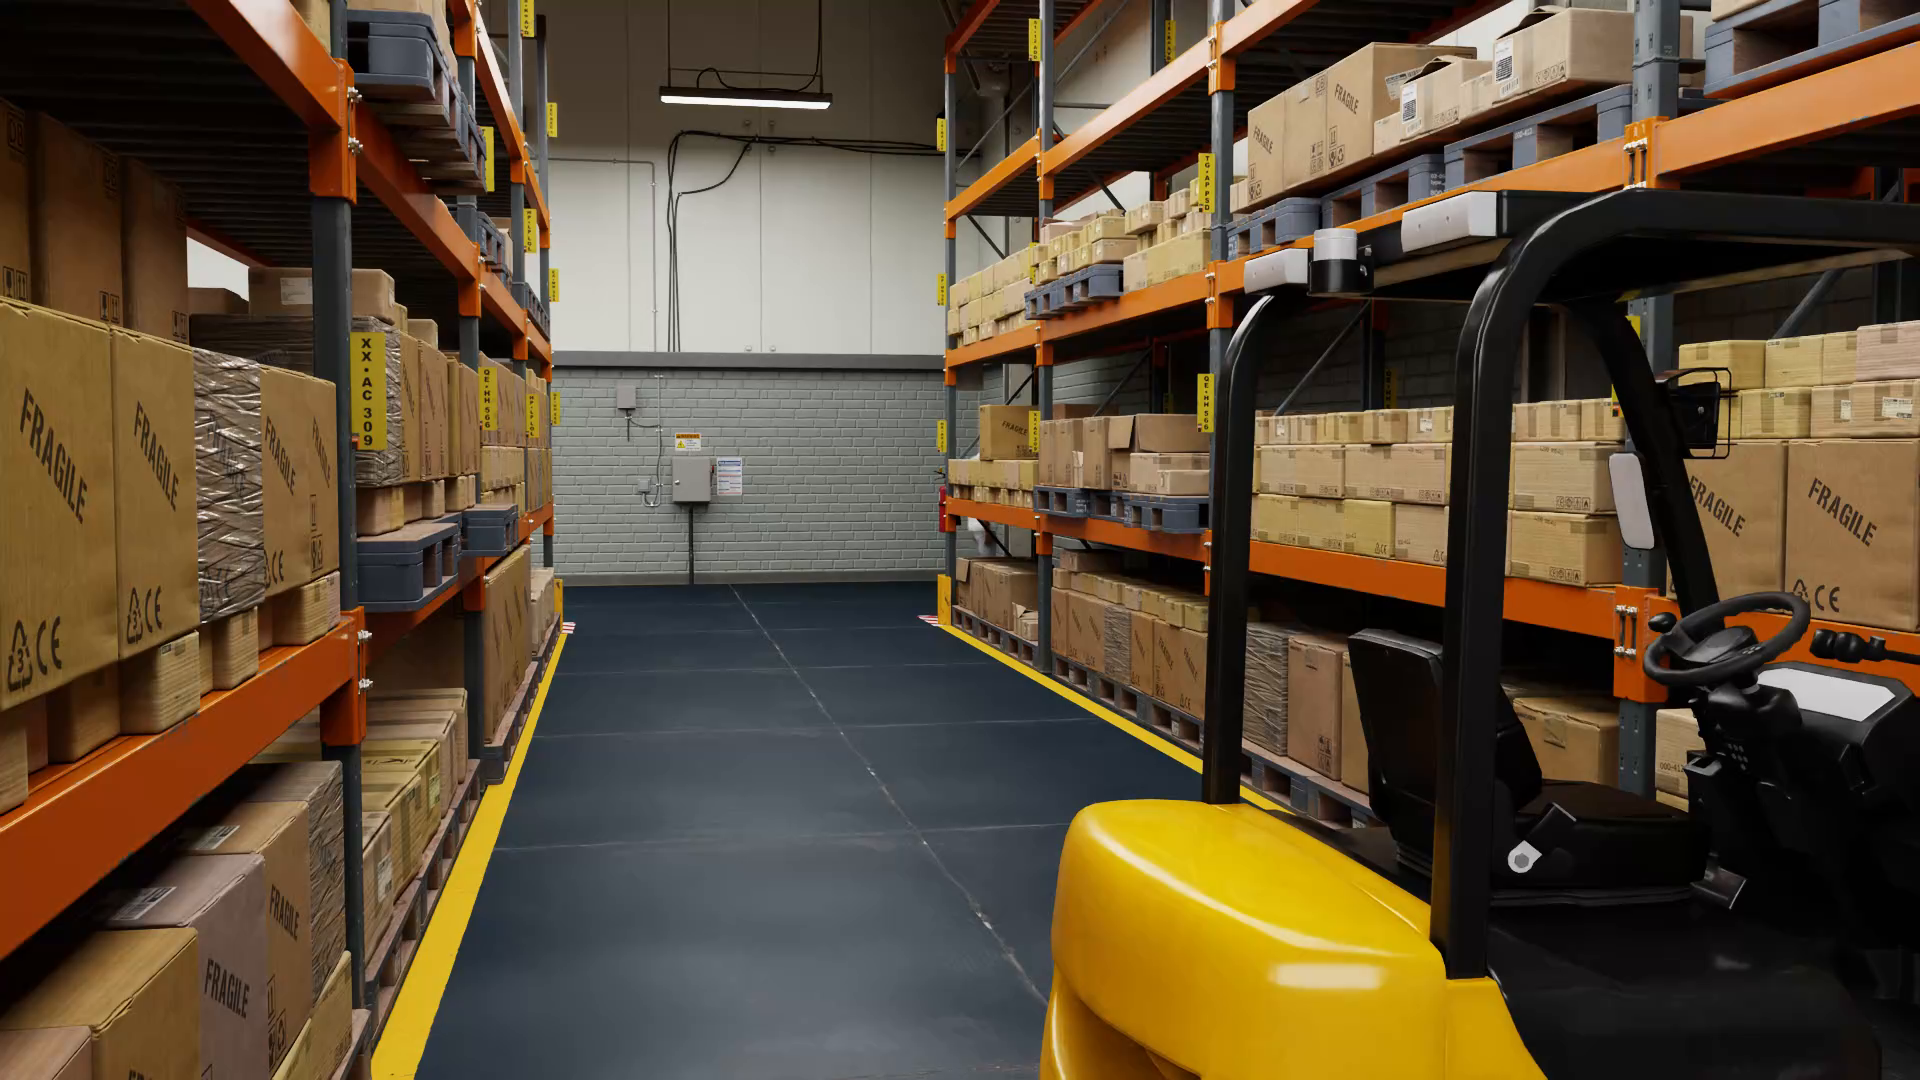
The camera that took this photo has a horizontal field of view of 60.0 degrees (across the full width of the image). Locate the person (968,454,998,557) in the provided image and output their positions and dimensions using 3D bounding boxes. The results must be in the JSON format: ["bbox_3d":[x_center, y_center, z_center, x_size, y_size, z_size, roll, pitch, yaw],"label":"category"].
[{"bbox_3d":[0.264,-0.099,18.834,0.362,1.766,0.566,-1,3,-10],"label":"person"}]
